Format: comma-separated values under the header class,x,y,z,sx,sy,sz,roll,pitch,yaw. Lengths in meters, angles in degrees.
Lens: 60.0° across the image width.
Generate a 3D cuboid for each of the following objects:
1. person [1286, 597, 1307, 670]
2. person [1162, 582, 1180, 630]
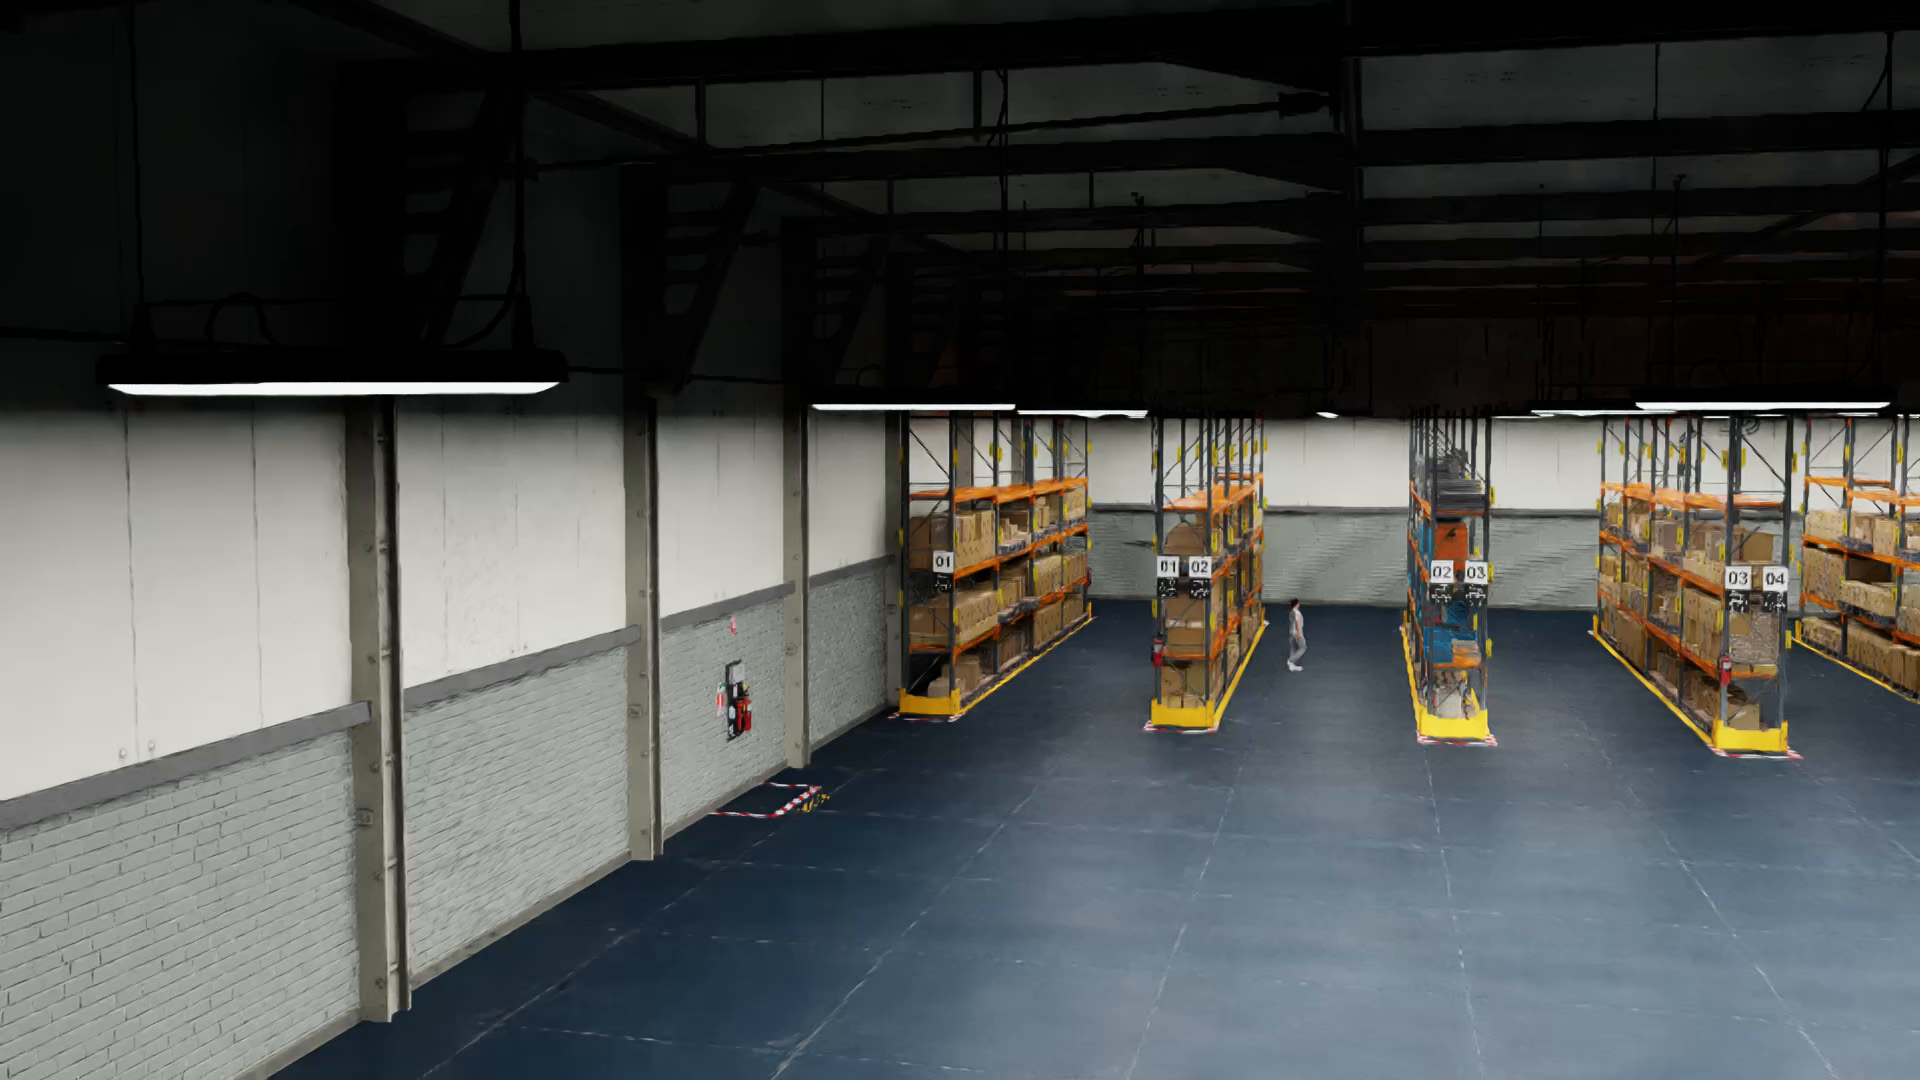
class,x,y,z,sx,sy,sz,roll,pitch,yaw
person,7.679,2.155,38.123,0.435,1.669,0.492,-1,4,-11
person,5.715,1.648,45.231,0.682,1.675,0.535,1,4,12
